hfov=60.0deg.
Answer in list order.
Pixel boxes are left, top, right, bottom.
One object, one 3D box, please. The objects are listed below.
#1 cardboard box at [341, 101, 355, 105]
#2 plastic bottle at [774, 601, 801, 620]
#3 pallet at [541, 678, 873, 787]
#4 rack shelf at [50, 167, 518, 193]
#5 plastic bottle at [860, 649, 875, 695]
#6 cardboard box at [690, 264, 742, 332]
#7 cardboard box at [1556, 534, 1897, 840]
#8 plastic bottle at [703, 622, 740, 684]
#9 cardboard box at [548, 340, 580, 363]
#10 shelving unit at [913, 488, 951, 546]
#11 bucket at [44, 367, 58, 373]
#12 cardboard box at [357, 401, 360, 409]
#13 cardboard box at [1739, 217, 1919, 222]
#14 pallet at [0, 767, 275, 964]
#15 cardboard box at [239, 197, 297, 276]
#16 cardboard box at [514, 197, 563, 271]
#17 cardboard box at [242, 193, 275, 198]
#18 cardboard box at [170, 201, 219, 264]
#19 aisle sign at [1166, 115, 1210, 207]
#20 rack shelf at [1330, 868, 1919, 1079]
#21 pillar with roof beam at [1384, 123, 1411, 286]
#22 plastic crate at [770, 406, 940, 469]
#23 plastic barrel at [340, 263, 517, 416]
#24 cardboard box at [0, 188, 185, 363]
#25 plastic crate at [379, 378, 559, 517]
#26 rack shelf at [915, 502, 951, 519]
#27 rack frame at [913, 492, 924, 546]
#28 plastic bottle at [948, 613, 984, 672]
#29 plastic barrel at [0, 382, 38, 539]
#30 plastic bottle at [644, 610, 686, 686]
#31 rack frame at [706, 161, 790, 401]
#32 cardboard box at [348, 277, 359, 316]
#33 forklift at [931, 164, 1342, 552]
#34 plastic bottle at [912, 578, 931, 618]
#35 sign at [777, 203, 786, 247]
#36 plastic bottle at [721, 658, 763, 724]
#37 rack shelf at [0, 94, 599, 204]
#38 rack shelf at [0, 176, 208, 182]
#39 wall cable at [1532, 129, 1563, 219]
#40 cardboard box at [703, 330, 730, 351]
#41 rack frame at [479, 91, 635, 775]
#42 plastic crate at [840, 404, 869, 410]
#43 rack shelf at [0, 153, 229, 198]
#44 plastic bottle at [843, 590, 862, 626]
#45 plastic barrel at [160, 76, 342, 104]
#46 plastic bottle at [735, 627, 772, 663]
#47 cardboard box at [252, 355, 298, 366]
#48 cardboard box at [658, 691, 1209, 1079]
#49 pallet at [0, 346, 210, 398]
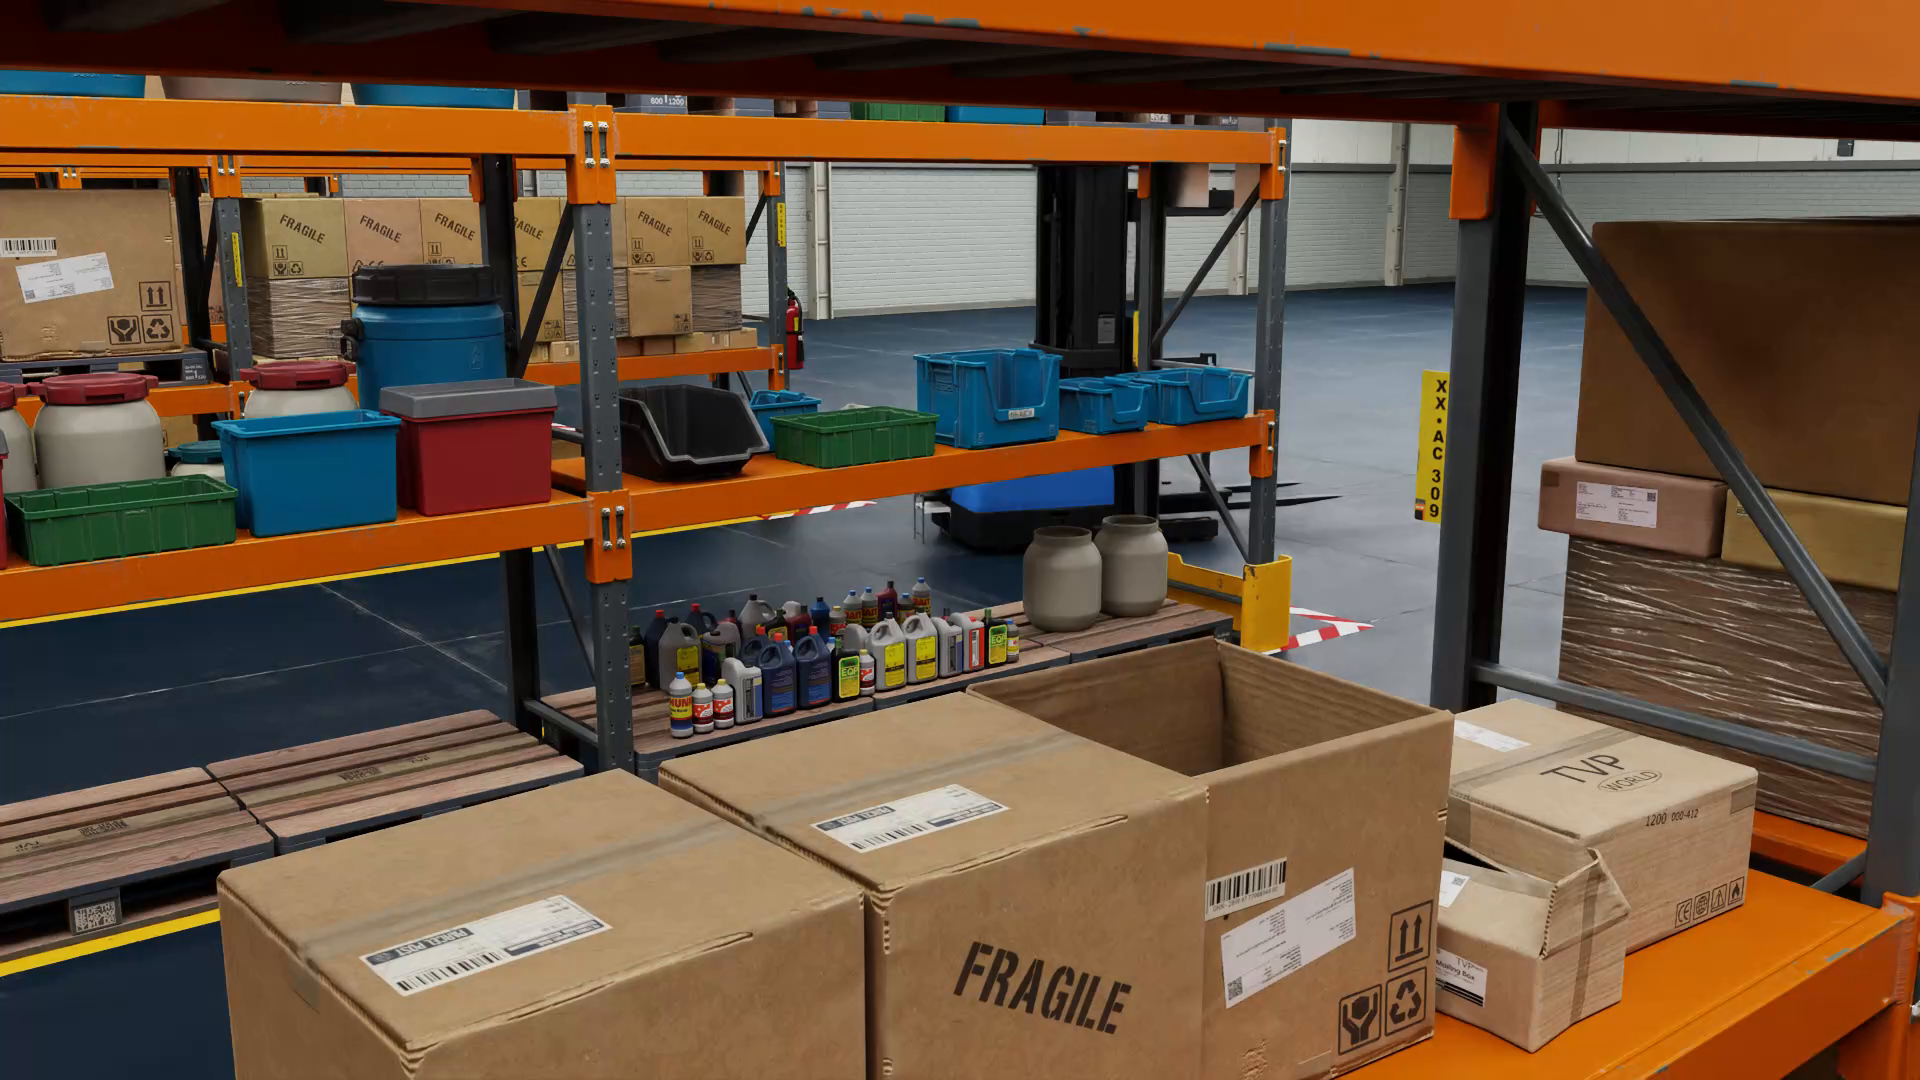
[{"bbox_3d":[-3.891,-2.733,10.917,0.500,0.250,0.500,-10,15,-38],"label":"cardboard box"},{"bbox_3d":[-0.864,0.450,8.285,0.135,0.276,0.152,-9,15,-37],"label":"plastic bottle"},{"bbox_3d":[-1.168,0.834,7.691,1.213,0.211,1.003,-9,15,-38],"label":"pallet"},{"bbox_3d":[-6.270,-3.445,15.642,4.000,0.370,1.077,-9,15,-38],"label":"rack shelf"},{"bbox_3d":[-0.445,0.609,7.715,0.097,0.201,0.097,0,12,0],"label":"plastic bottle"},{"bbox_3d":[-2.135,-1.899,12.894,0.500,0.500,0.875,-9,15,-38],"label":"cardboard box"},{"bbox_3d":[1.716,0.247,3.503,0.500,0.500,0.700,-10,16,-39],"label":"cardboard box"},{"bbox_3d":[-1.133,0.533,7.893,0.135,0.276,0.152,-9,15,-38],"label":"plastic bottle"},{"bbox_3d":[-2.888,-1.367,11.948,0.250,0.149,0.380,-9,15,-38],"label":"cardboard box"},{"bbox_3d":[-0.200,-0.427,11.973,0.210,0.900,0.258,-4,13,-18],"label":"shelving unit"},{"bbox_3d":[-9.166,-1.604,16.683,0.620,0.611,0.726,-14,16,-16],"label":"bucket"},{"bbox_3d":[-5.882,-1.542,16.274,0.875,0.875,0.875,-10,15,-39],"label":"cardboard box"},{"bbox_3d":[2.110,-0.453,3.678,0.500,0.500,0.700,-9,15,-38],"label":"cardboard box"},{"bbox_3d":[-3.260,1.182,6.054,1.213,0.211,1.003,-9,15,-38],"label":"pallet"},{"bbox_3d":[-4.633,-2.039,11.146,0.500,0.500,0.500,-9,15,-38],"label":"cardboard box"},{"bbox_3d":[-3.138,-2.150,11.668,0.500,0.500,0.500,-9,15,-38],"label":"cardboard box"},{"bbox_3d":[-8.542,-3.896,19.893,0.500,0.500,0.700,-9,15,-37],"label":"cardboard box"},{"bbox_3d":[-7.165,-2.804,15.153,0.550,0.550,0.875,-9,15,-38],"label":"cardboard box"},{"bbox_3d":[1.279,-2.297,9.465,0.004,0.787,0.394,-9,15,-38],"label":"aisle sign"},{"bbox_3d":[-0.188,0.966,2.090,4.000,0.370,1.077,-9,15,-38],"label":"rack shelf"},{"bbox_3d":[14.025,-10.369,39.293,0.548,9.000,9.100,-9,15,-38],"label":"pillar with roof beam"},{"bbox_3d":[-0.482,-0.476,7.659,0.662,0.188,0.450,-9,15,-38],"label":"plastic crate"},{"bbox_3d":[-2.209,-0.694,6.966,0.708,0.901,0.600,-9,15,-38],"label":"plastic barrel"},{"bbox_3d":[-5.520,-1.671,10.322,1.000,1.000,1.000,-9,15,-37],"label":"cardboard box"},{"bbox_3d":[-1.905,-0.368,6.487,0.583,0.464,0.402,-9,15,-38],"label":"plastic crate"},{"bbox_3d":[-0.200,-0.218,12.017,0.200,0.077,0.258,-4,13,-18],"label":"rack shelf"},{"bbox_3d":[-0.297,-0.420,11.941,0.006,0.900,0.240,-4,13,-18],"label":"rack frame"},{"bbox_3d":[0.031,0.486,8.114,0.135,0.276,0.152,-9,15,-37],"label":"plastic bottle"},{"bbox_3d":[-3.513,-0.276,5.879,0.433,0.535,0.433,0,12,0],"label":"plastic barrel"},{"bbox_3d":[-1.395,0.501,7.866,0.185,0.351,0.144,-10,16,-39],"label":"plastic bottle"},{"bbox_3d":[-1.689,-1.772,13.251,0.127,3.000,1.000,-9,15,-38],"label":"rack frame"},{"bbox_3d":[-4.010,-1.555,11.271,0.500,0.500,0.875,-9,15,-38],"label":"cardboard box"},{"bbox_3d":[1.361,-1.514,12.203,3.031,2.935,1.130,-4,13,-18],"label":"forklift"},{"bbox_3d":[-0.205,0.336,8.835,0.097,0.271,0.097,0,12,0],"label":"plastic bottle"},{"bbox_3d":[-1.358,-2.400,12.661,0.005,0.325,0.100,-9,15,-38],"label":"sign"},{"bbox_3d":[-0.960,0.651,7.339,0.135,0.276,0.152,-9,15,-36],"label":"plastic bottle"},{"bbox_3d":[-3.280,-1.305,5.564,4.000,0.370,1.077,-9,15,-38],"label":"rack shelf"},{"bbox_3d":[-12.545,-5.039,23.150,4.000,0.370,1.077,-9,15,-38],"label":"rack shelf"},{"bbox_3d":[14.462,-9.716,43.694,0.112,2.526,3.097,-9,15,-38],"label":"wall cable"},{"bbox_3d":[-1.978,-1.546,12.793,0.250,0.149,0.380,-9,15,-38],"label":"cardboard box"},{"bbox_3d":[-1.718,-0.449,7.023,0.127,3.000,1.000,-9,15,-38],"label":"rack frame"},{"bbox_3d":[-0.608,-0.572,8.236,0.437,0.136,0.530,-9,15,-38],"label":"plastic crate"},{"bbox_3d":[-6.374,-2.108,9.347,4.000,0.370,1.077,-9,15,-38],"label":"rack shelf"},{"bbox_3d":[-0.551,0.393,8.565,0.097,0.271,0.097,0,12,0],"label":"plastic bottle"},{"bbox_3d":[-2.490,-1.976,5.783,0.600,0.901,0.600,0,12,0],"label":"plastic barrel"},{"bbox_3d":[-0.919,0.570,7.539,0.185,0.351,0.144,-9,15,-38],"label":"plastic bottle"},{"bbox_3d":[-4.456,-1.109,10.734,0.250,0.149,0.380,-9,15,-38],"label":"cardboard box"},{"bbox_3d":[-0.039,0.536,2.142,0.500,0.500,0.500,-9,15,-38],"label":"cardboard box"},{"bbox_3d":[-5.500,-1.083,10.470,1.213,0.211,1.003,-9,15,-38],"label":"pallet"}]
